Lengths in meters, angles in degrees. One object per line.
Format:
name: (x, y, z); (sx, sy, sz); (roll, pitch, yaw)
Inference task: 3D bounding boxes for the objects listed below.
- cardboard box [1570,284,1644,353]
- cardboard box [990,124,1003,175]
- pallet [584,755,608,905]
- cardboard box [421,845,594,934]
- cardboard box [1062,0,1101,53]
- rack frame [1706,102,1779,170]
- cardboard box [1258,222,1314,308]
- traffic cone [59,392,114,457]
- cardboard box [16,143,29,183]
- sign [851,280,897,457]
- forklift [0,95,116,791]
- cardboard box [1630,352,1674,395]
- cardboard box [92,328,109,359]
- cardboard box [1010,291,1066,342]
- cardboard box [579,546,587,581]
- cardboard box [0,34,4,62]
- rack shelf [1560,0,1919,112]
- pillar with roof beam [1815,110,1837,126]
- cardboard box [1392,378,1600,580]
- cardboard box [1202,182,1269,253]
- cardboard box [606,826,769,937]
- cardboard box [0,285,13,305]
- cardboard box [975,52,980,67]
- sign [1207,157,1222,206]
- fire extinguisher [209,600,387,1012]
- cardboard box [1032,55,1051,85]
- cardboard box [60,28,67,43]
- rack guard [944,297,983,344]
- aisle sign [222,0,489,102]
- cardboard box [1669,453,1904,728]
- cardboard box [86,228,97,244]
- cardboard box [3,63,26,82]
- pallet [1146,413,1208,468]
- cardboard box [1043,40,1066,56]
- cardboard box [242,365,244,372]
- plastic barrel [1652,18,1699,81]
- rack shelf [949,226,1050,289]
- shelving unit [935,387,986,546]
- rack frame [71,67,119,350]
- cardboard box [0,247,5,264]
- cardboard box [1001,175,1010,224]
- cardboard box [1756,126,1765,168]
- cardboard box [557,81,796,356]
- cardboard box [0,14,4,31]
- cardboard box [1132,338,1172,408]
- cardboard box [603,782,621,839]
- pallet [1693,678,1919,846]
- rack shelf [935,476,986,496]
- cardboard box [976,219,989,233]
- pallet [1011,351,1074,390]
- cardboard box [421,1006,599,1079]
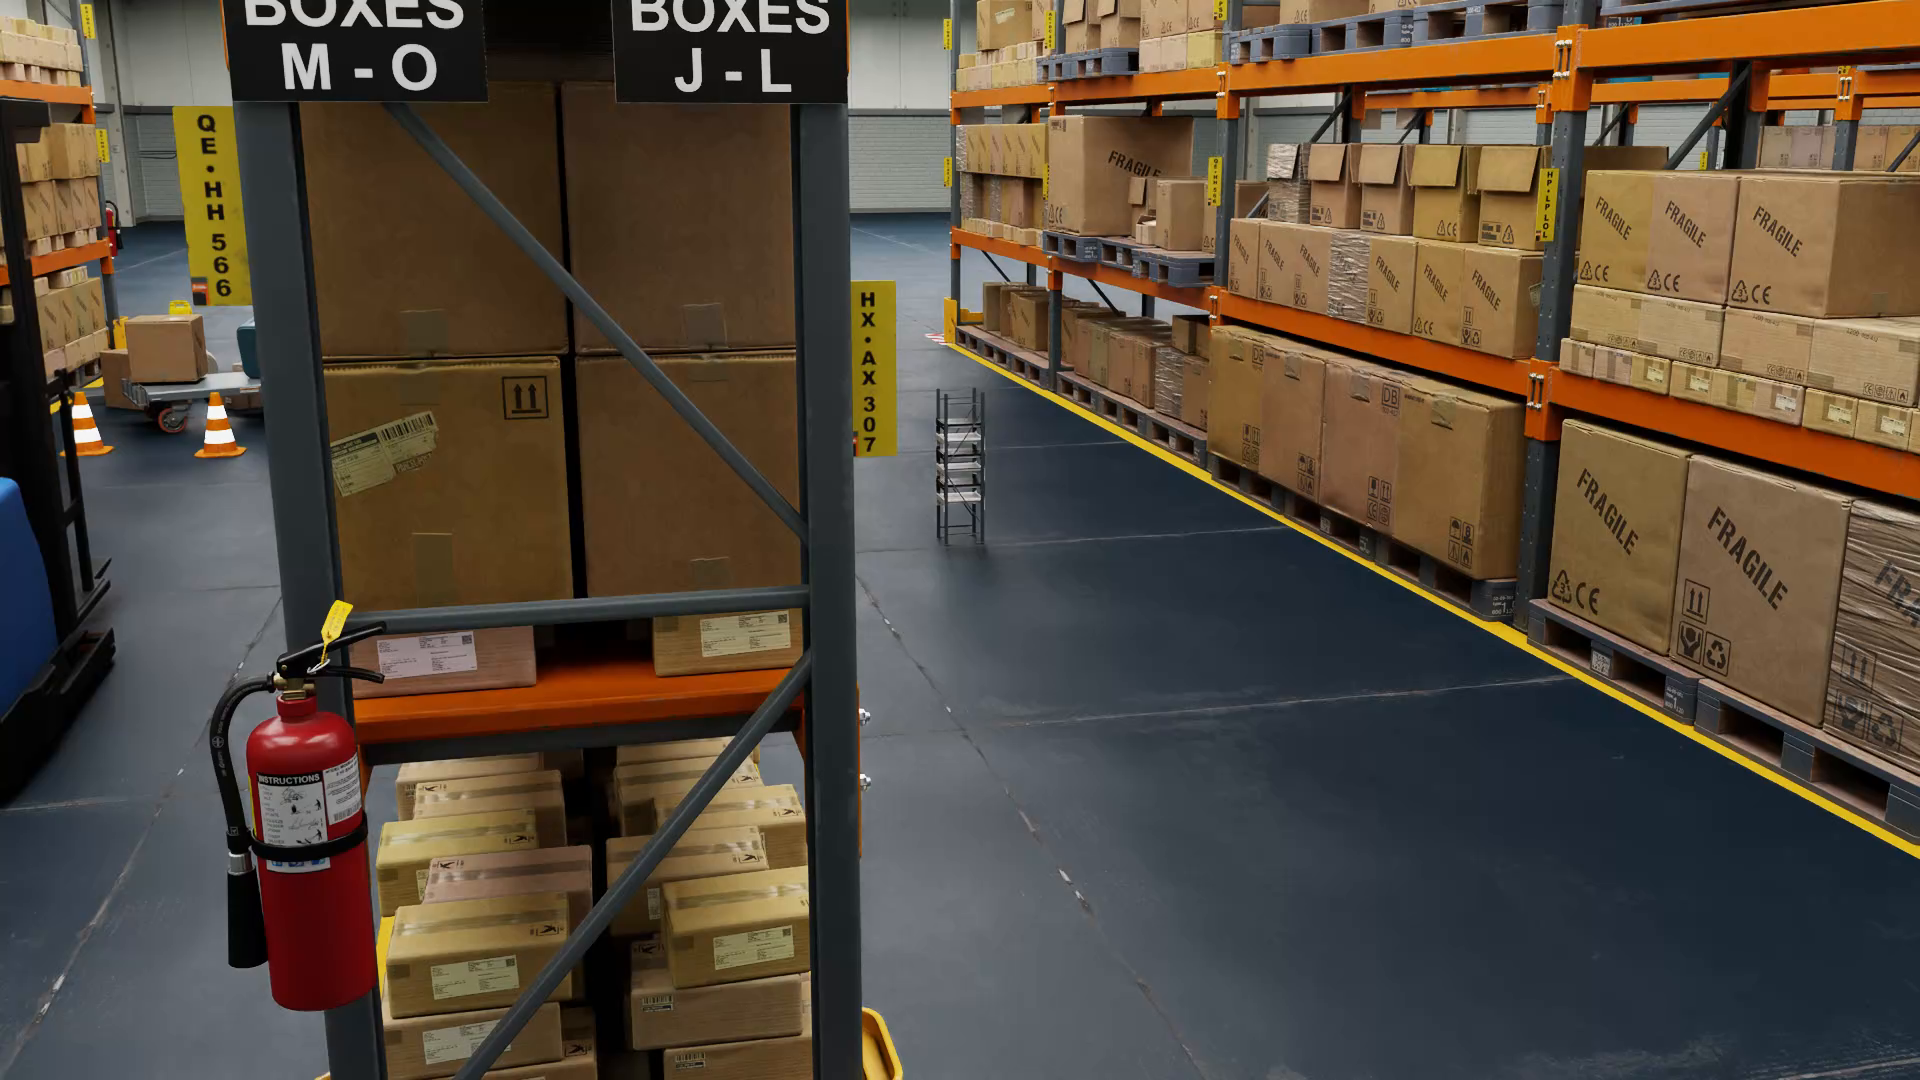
cardboard box: (3.067, -0.988, 7.342); (0.500, 0.250, 0.500); (-4, 14, -14)
cardboard box: (0.610, -3.999, 17.030); (0.500, 0.500, 0.500); (-3, 14, -13)
pallet: (-1.151, 1.003, 5.377); (1.003, 0.211, 1.213); (-3, 14, -13)
cardboard box: (-1.068, 0.859, 3.960); (0.380, 0.149, 0.250); (-3, 14, -12)
cardboard box: (1.347, -4.483, 14.532); (0.797, 0.503, 0.637); (-4, 14, -16)
rack frame: (10.023, -4.359, 21.450); (1.000, 3.000, 0.127); (-3, 14, -13)
cardboard box: (2.245, -1.765, 10.620); (0.500, 0.500, 0.500); (-4, 14, -15)
traffic cone: (-6.648, -0.893, 12.605); (0.336, 0.463, 0.334); (-3, 14, -13)
cardboard box: (-8.292, -3.244, 13.942); (0.700, 0.500, 0.500); (-3, 14, -13)
sign: (-0.167, -0.315, 3.070); (0.100, 0.325, 0.005); (-3, 14, -13)
forklift: (-4.323, -0.755, 6.844); (1.130, 2.935, 3.031); (-4, 14, -16)
cardboard box: (3.082, -0.710, 7.040); (0.380, 0.149, 0.250); (-3, 14, -11)
cardboard box: (-8.783, -1.947, 16.485); (0.500, 0.250, 0.500); (-3, 14, -13)
cardboard box: (0.826, -2.371, 17.695); (0.500, 0.500, 0.500); (-2, 14, -8)
cardboard box: (-0.757, -0.008, 4.170); (0.380, 0.149, 0.250); (-3, 14, -11)
cardboard box: (-8.268, -4.097, 13.745); (0.500, 0.250, 0.500); (-3, 14, -14)
rack shelf: (3.681, -1.686, 5.703); (1.077, 0.370, 4.000); (-3, 14, -13)
pillar with roof beam: (10.249, -8.582, 26.092); (9.100, 9.000, 0.400); (-3, 14, -13)
cardboard box: (3.042, -0.358, 8.665); (1.225, 0.875, 0.875); (-3, 14, -13)
cardboard box: (2.106, -2.337, 12.079); (0.500, 0.500, 0.500); (-5, 15, -20)
cardboard box: (-0.669, 0.831, 4.072); (0.380, 0.149, 0.250); (-3, 14, -12)
cardboard box: (-8.147, -2.064, 14.017); (0.380, 0.149, 0.250); (-3, 14, -12)
cardboard box: (0.374, -5.126, 17.745); (0.380, 0.149, 0.250); (-3, 14, -11)
sign: (1.747, -2.454, 11.379); (0.100, 0.325, 0.005); (-3, 14, -13)
fire extinguisher: (-1.084, 0.439, 2.760); (0.296, 0.674, 0.183); (-3, 14, -13)
cardboard box: (0.972, -4.360, 15.449); (0.500, 0.250, 0.500); (-3, 14, -11)
cardboard box: (-8.850, -4.855, 16.008); (0.380, 0.149, 0.250); (-3, 14, -12)
rack guard: (0.411, -2.576, 19.418); (1.175, 0.500, 0.348); (-3, 14, -13)
aisle sign: (-0.969, -1.093, 2.603); (0.394, 0.787, 0.004); (-3, 14, -13)
cardboard box: (3.500, 0.153, 6.573); (0.875, 0.875, 0.875); (-3, 14, -13)
cardboard box: (-8.777, -3.007, 16.444); (0.380, 0.149, 0.250); (-3, 14, -14)
cardboard box: (-8.353, -4.056, 14.417); (0.380, 0.149, 0.250); (-4, 14, -14)
pallet: (2.090, -0.788, 12.709); (1.003, 0.211, 1.213); (-3, 14, -13)
cardboard box: (0.975, -4.522, 15.272); (0.380, 0.149, 0.250); (-3, 14, -11)
cardboard box: (-6.139, -1.630, 15.251); (0.797, 0.637, 0.503); (-3, 14, -13)
plastic barrel: (6.631, -4.606, 15.083); (0.600, 0.901, 0.600); (0, 14, 0)
rack shelf: (0.863, -2.997, 17.390); (1.077, 0.370, 4.000); (-3, 14, -13)
shelving unit: (0.002, -0.435, 9.813); (0.258, 0.900, 0.210); (-3, 14, -13)
rack frame: (-9.240, -3.256, 16.933); (1.000, 3.000, 0.127); (-3, 14, -13)
cardboard box: (-8.172, -2.357, 13.783); (0.380, 0.149, 0.250); (-3, 14, -12)
cardboard box: (0.911, -3.530, 17.219); (0.875, 0.500, 0.500); (-3, 14, -13)
cardboard box: (10.133, -4.917, 20.791); (0.700, 0.500, 0.500); (-3, 14, -13)
cardboard box: (-0.542, -0.661, 3.368); (0.500, 0.500, 0.500); (-3, 14, -14)
cardboard box: (-8.343, -4.382, 14.074); (0.380, 0.149, 0.250); (-4, 14, -15)
cardboard box: (1.813, -1.373, 13.567); (0.700, 0.500, 0.500); (-2, 14, -8)
cardboard box: (-0.830, 0.798, 4.834); (0.380, 0.149, 0.250); (-4, 14, -16)
pallet: (3.604, 0.777, 6.303); (1.003, 0.211, 1.213); (-3, 14, -13)
rack shelf: (0.002, -0.315, 9.842); (0.258, 0.077, 0.200); (-3, 14, -13)
cardboard box: (0.391, -3.433, 18.189); (0.380, 0.149, 0.250); (-3, 14, -13)
pallet: (1.140, -1.684, 16.374); (1.003, 0.211, 1.213); (-3, 14, -13)
cardboard box: (-1.021, 1.207, 3.787); (0.380, 0.149, 0.250); (-3, 14, -12)
